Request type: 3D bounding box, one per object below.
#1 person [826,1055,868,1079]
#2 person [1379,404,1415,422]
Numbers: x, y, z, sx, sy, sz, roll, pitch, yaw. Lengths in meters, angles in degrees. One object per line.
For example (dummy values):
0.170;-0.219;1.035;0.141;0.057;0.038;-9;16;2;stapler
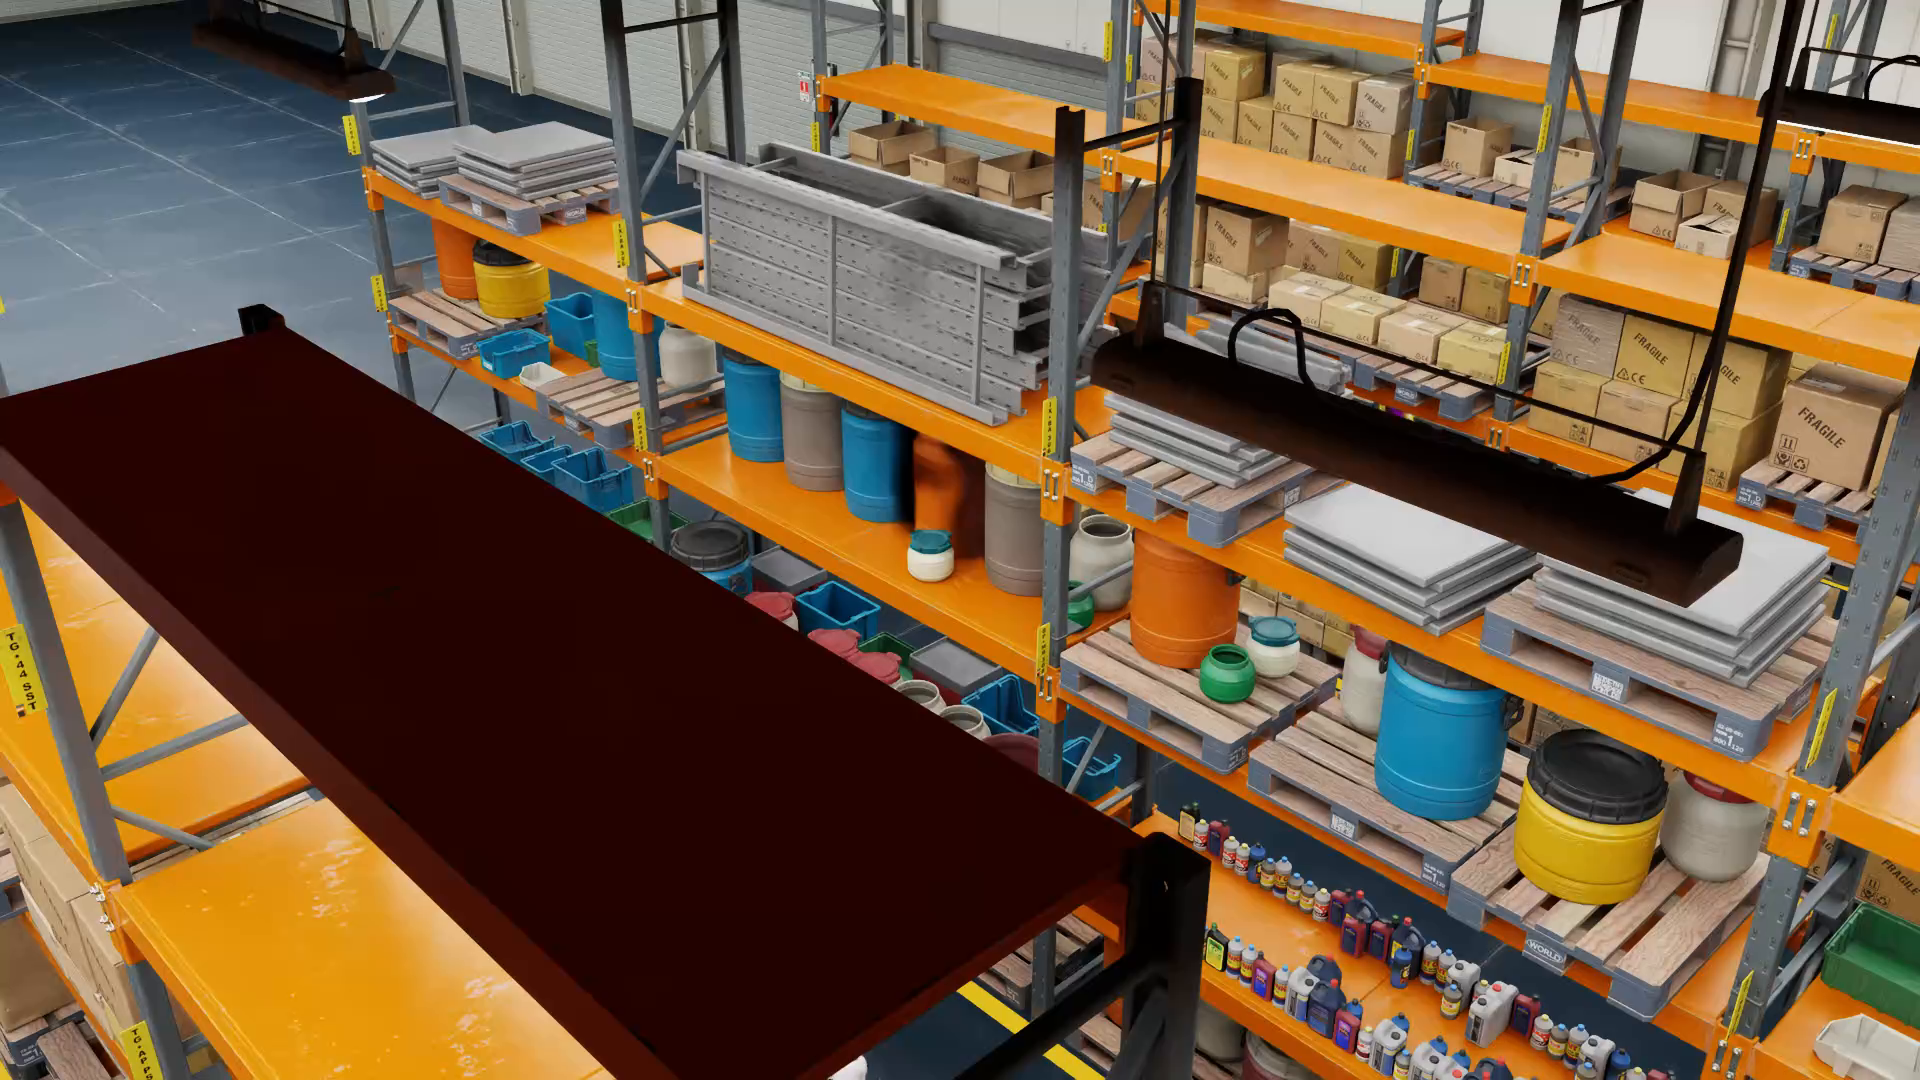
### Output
-0.732;3.220;8.592;0.683;1.837;0.846;-25;37;-38;person
4.427;-1.021;17.041;0.826;1.723;0.682;0;28;-1;person
